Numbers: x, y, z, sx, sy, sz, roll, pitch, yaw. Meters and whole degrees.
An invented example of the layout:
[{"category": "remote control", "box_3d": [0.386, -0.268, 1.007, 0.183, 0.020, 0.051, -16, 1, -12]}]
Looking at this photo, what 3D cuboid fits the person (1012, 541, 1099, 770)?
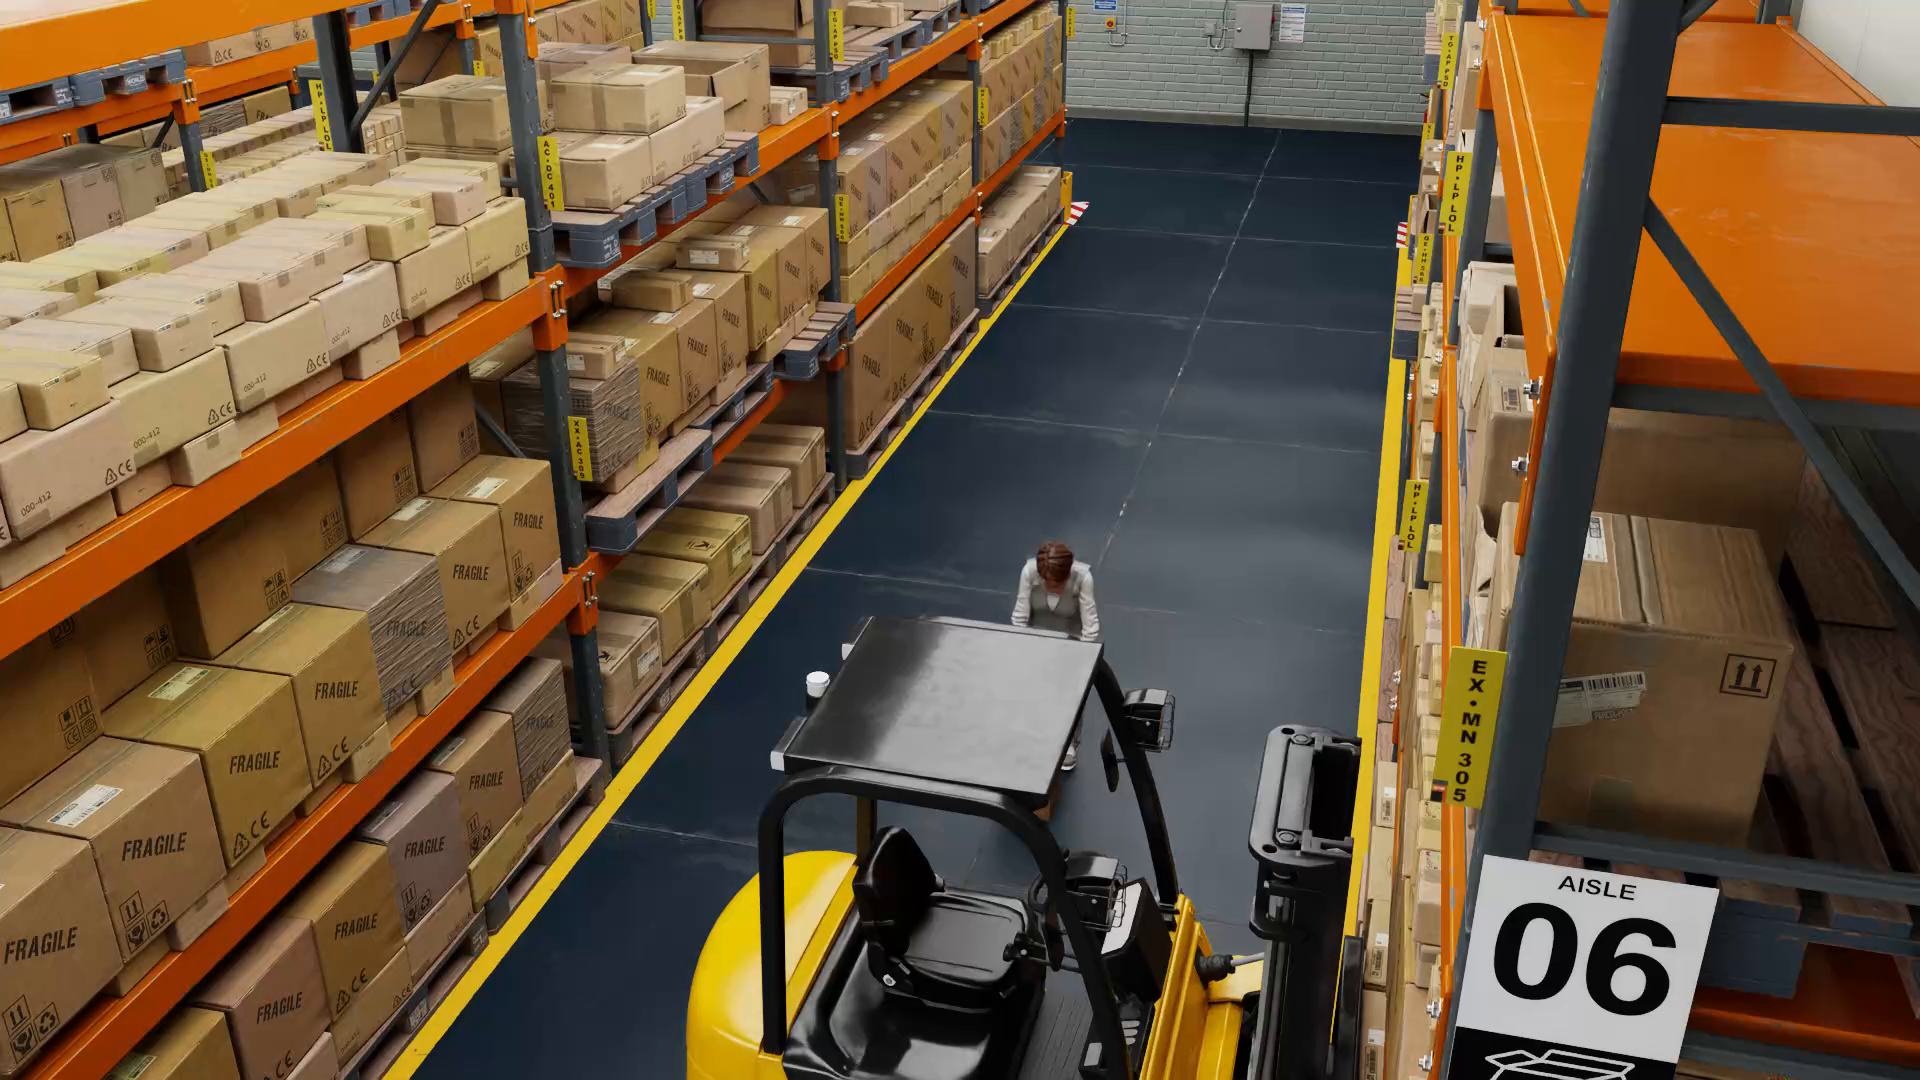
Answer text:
[{"category": "person", "box_3d": [0.512, 0.578, 8.751, 0.458, 1.385, 0.581, 7, 26, 13]}]
